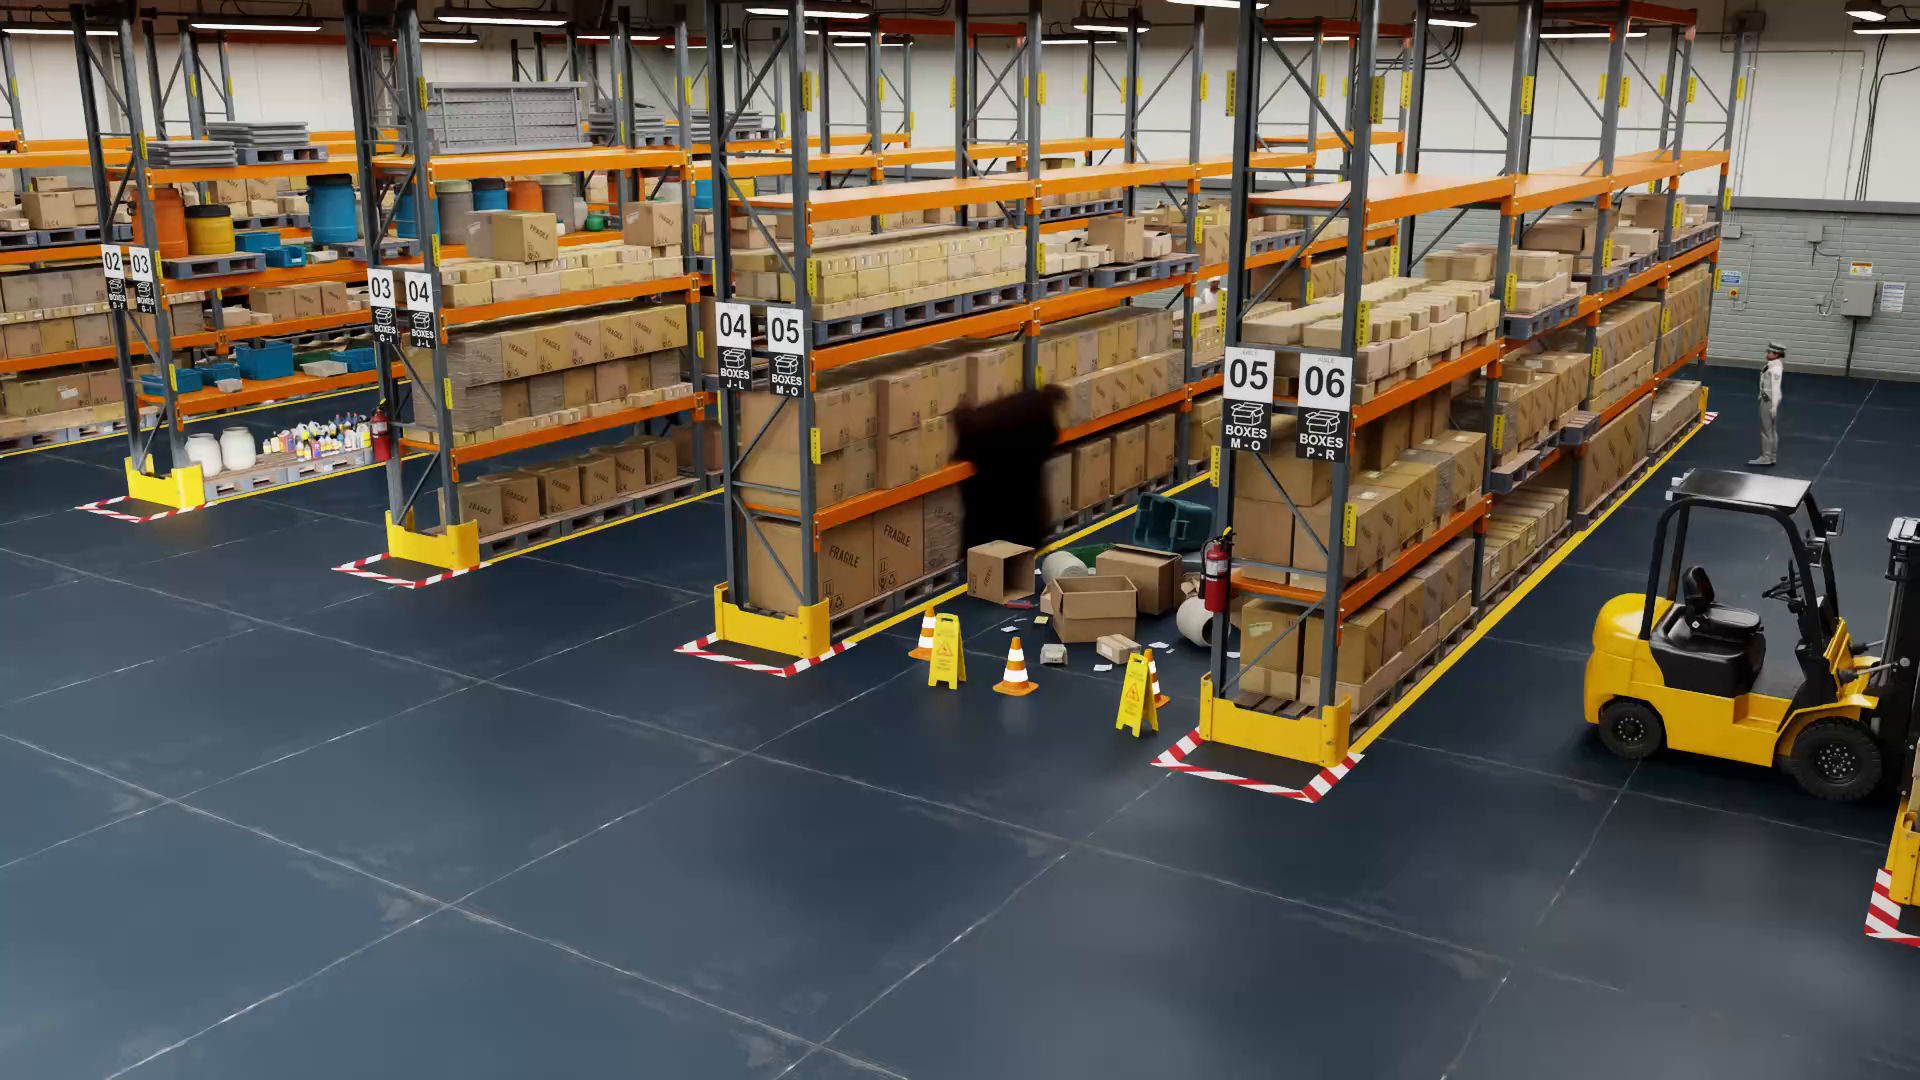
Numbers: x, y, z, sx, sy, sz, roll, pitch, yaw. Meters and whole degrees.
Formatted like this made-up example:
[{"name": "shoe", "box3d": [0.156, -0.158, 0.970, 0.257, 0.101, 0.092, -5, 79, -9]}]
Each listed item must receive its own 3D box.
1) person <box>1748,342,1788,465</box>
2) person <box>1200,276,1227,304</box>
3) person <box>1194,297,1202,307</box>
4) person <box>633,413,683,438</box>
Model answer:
[{"name": "person", "box3d": [11.124, -1.884, 22.851, 0.358, 1.688, 0.538, 11, 19, 34]}, {"name": "person", "box3d": [4.568, -3.924, 30.012, 0.611, 1.793, 0.432, -4, 16, -15]}, {"name": "person", "box3d": [3.723, -3.008, 26.727, 0.469, 1.780, 0.598, 4, 16, 12]}, {"name": "person", "box3d": [-4.448, -2.197, 24.132, 0.599, 1.589, 0.978, 14, 21, 40]}]
